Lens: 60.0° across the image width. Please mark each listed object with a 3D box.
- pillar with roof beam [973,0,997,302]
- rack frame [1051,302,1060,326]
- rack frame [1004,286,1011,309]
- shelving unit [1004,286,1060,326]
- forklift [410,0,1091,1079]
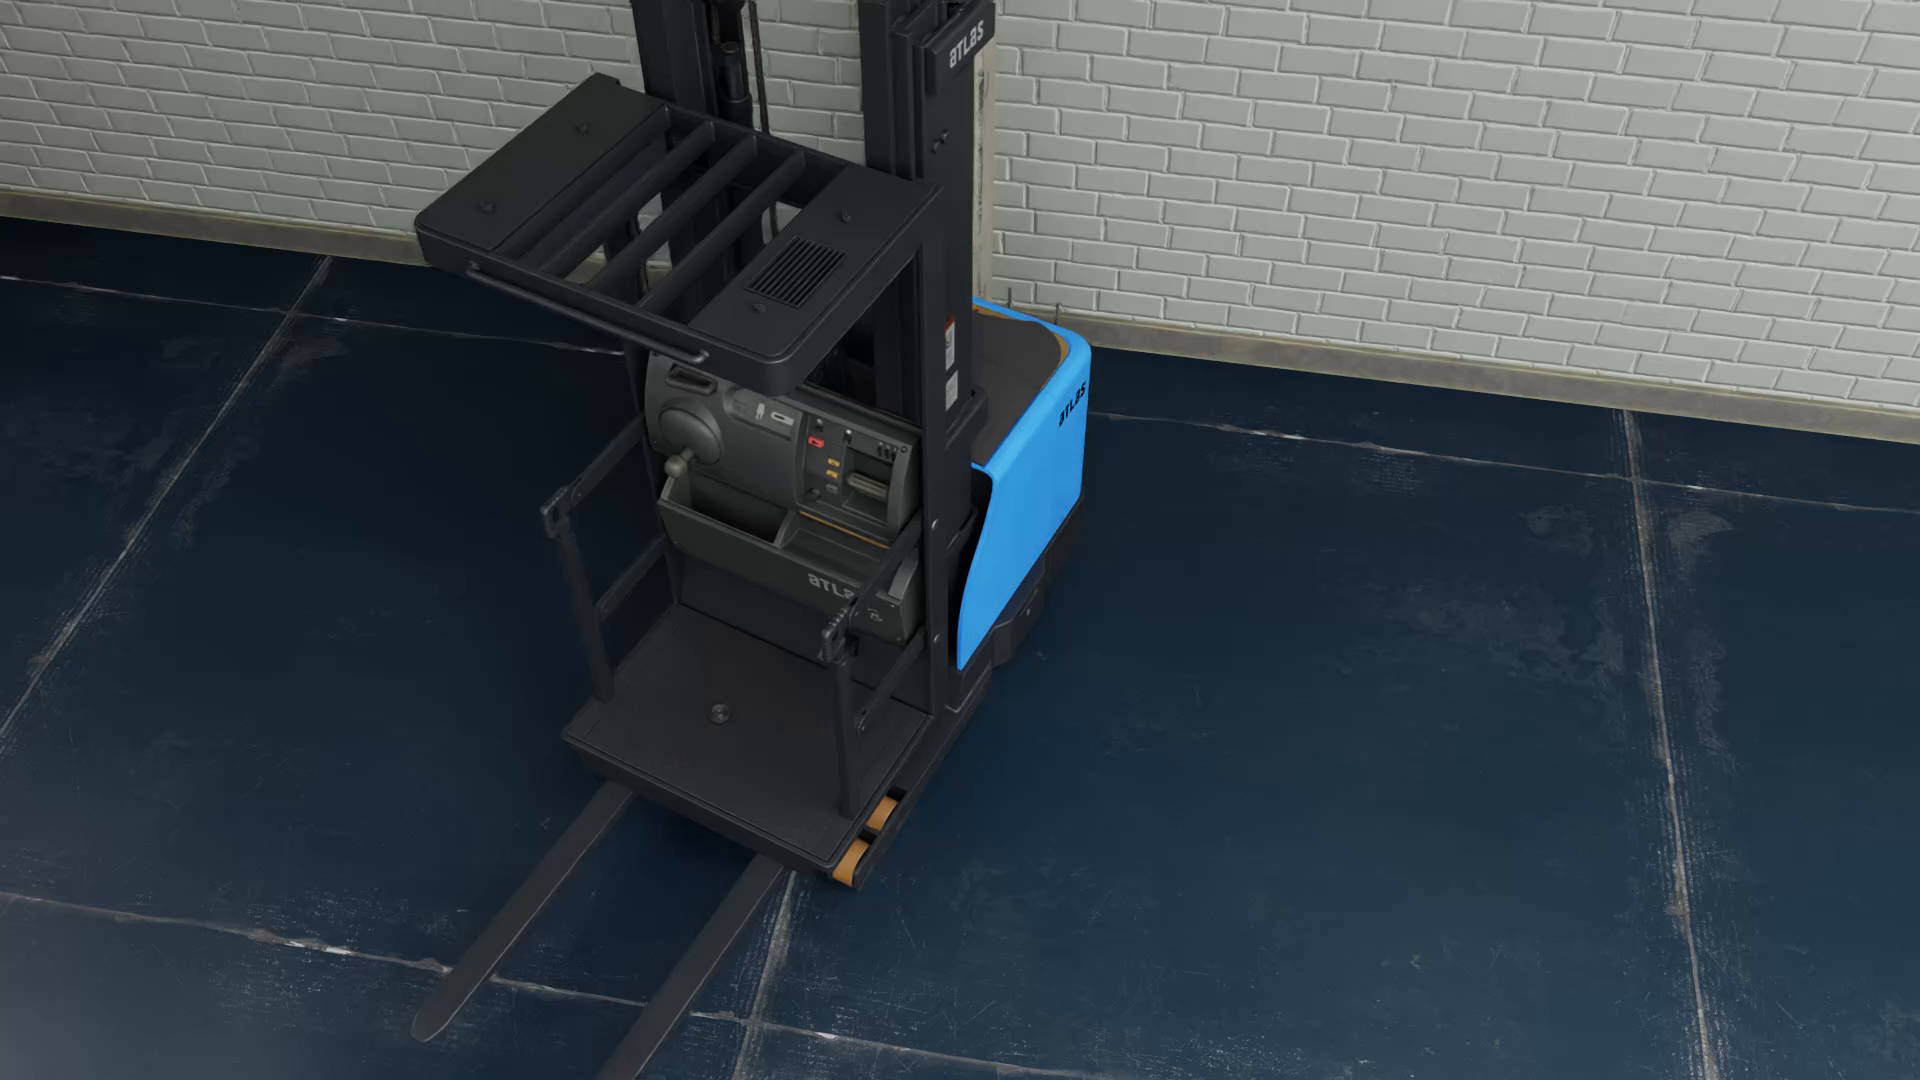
[{"bbox_3d":[-0.847,-0.735,1.333,0.400,9.000,9.100,8,49,7],"label":"pillar with roof beam"},{"bbox_3d":[0.321,-0.525,6.589,0.006,0.900,0.240,21,51,18],"label":"rack frame"},{"bbox_3d":[0.140,-0.594,6.651,0.006,0.900,0.240,21,51,18],"label":"rack frame"},{"bbox_3d":[0.231,-0.560,6.620,0.210,0.900,0.258,21,51,18],"label":"shelving unit"},{"bbox_3d":[-0.662,-0.195,4.926,1.130,2.935,3.031,22,52,19],"label":"forklift"}]
